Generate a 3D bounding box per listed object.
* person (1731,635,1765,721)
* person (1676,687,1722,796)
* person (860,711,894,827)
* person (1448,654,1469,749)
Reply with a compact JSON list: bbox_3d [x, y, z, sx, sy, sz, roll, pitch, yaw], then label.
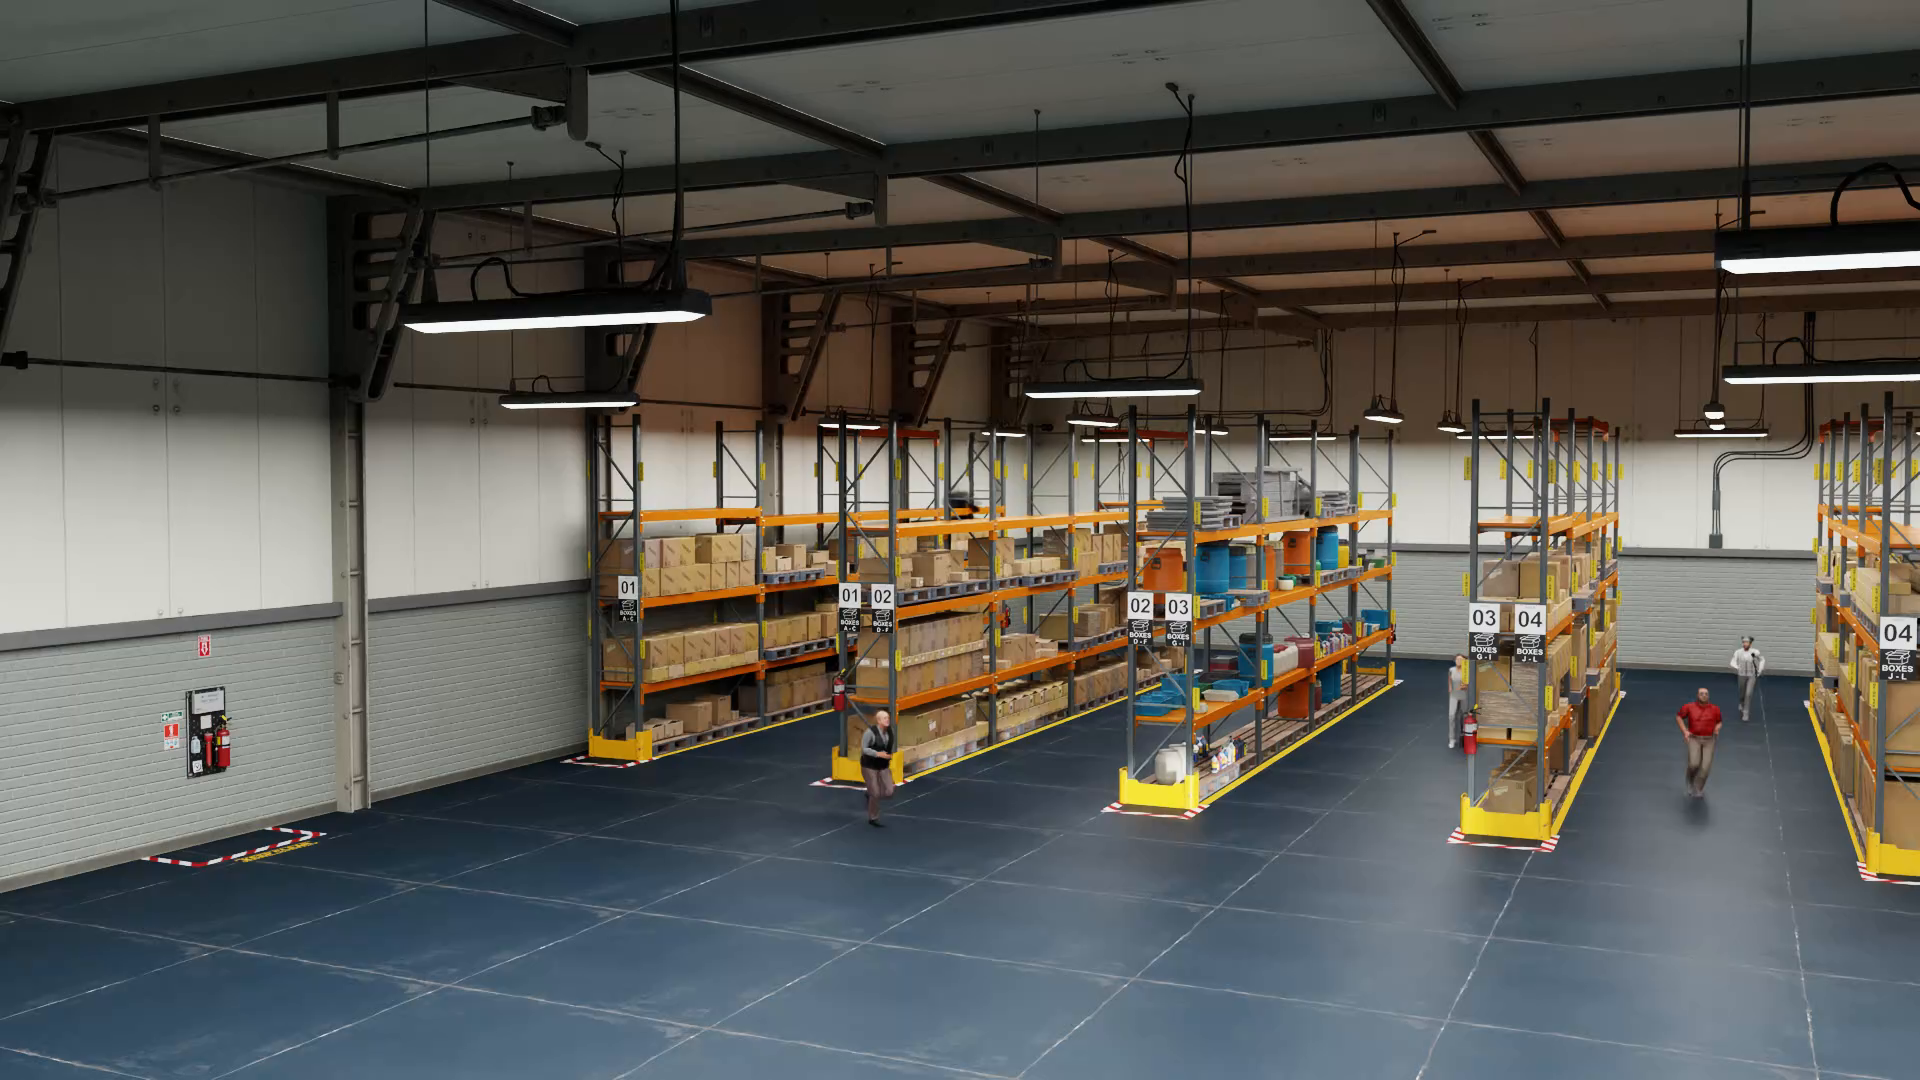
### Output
[{"bbox_3d":[15.977,2.775,33.731,0.624,1.707,0.913,1,3,32],"label":"person"},{"bbox_3d":[11.339,3.103,25.436,0.634,1.689,0.617,0,2,11],"label":"person"},{"bbox_3d":[-1.136,3.215,23.407,0.642,1.660,0.721,-2,3,-36],"label":"person"},{"bbox_3d":[9.192,2.919,30.472,0.533,1.688,1.103,1,3,25],"label":"person"}]
